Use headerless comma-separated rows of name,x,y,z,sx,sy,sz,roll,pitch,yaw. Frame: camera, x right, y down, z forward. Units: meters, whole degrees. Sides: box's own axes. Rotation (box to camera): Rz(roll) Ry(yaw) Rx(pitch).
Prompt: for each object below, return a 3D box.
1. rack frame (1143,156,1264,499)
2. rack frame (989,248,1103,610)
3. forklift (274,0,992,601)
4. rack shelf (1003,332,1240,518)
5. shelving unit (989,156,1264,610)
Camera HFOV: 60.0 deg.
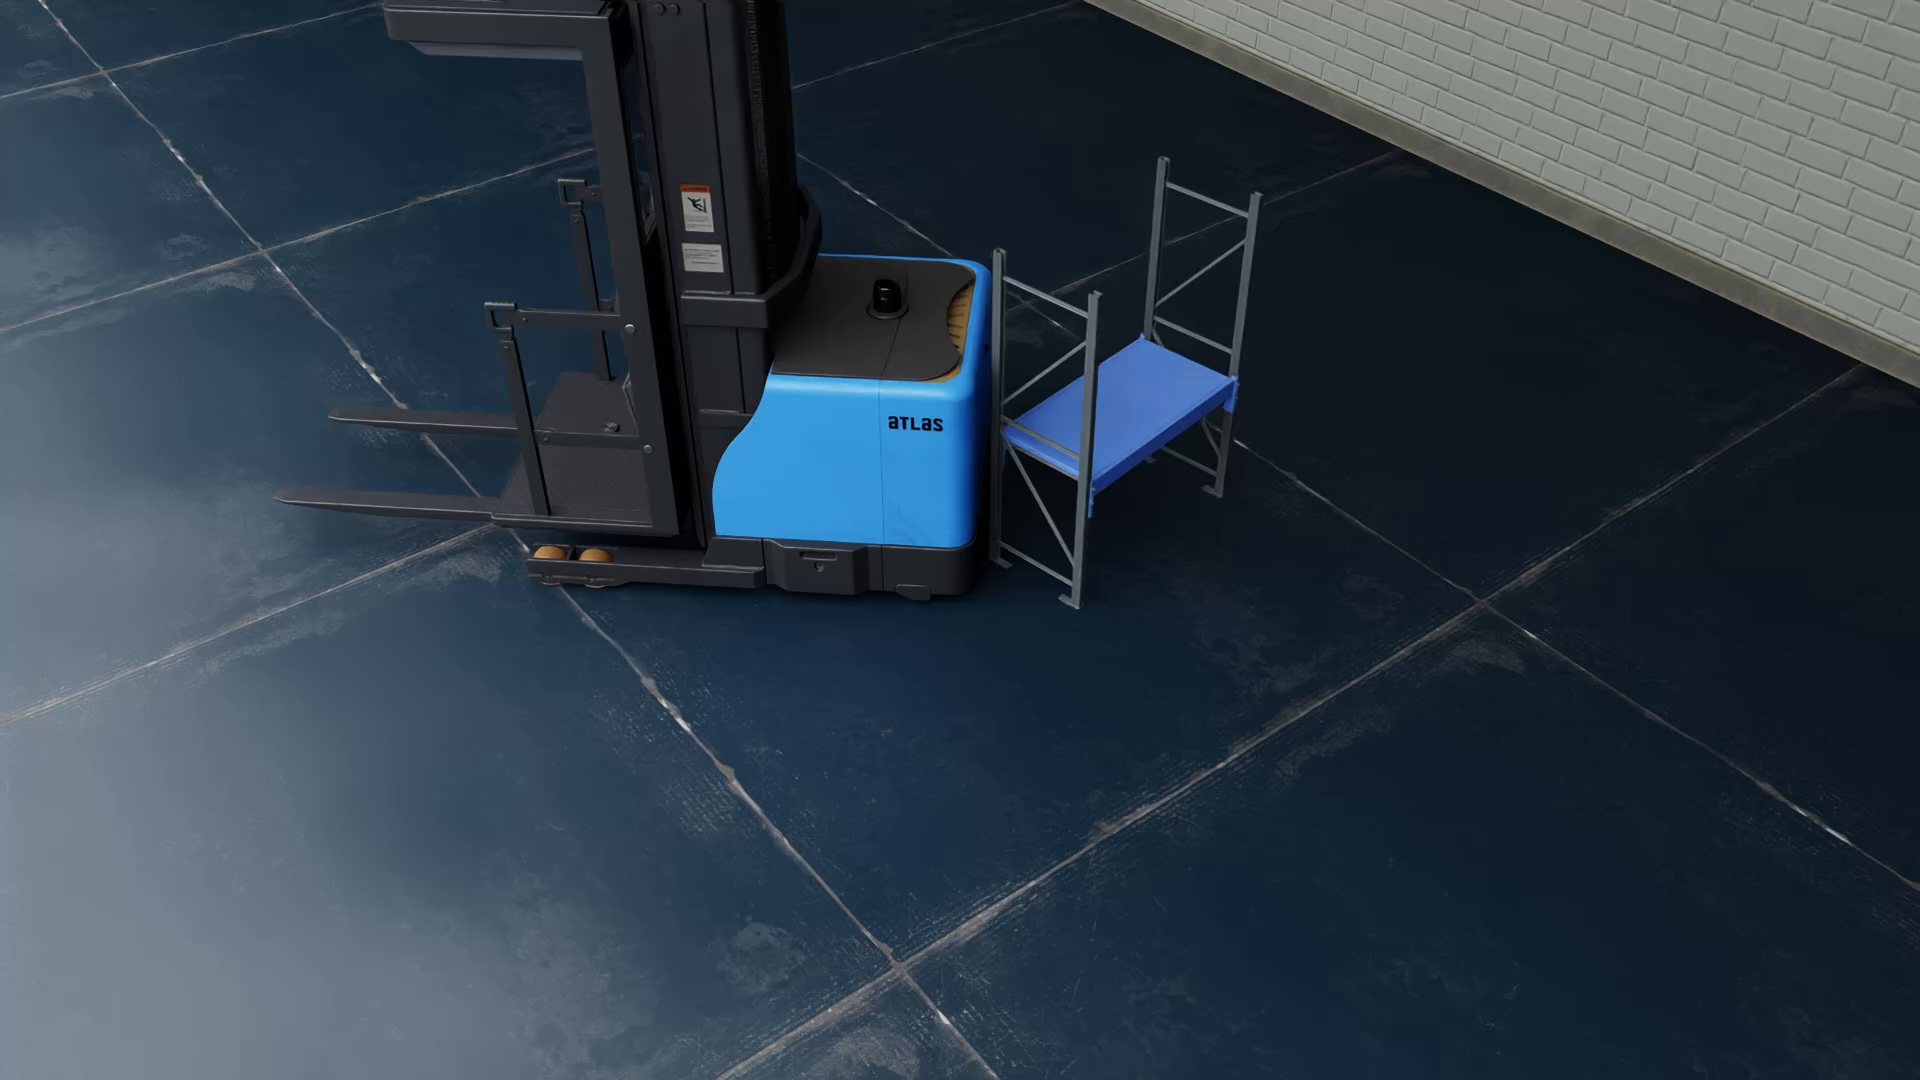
rack frame,1.002,-0.878,7.138,0.500,1.500,0.032,30,48,31
rack frame,0.318,-0.401,6.556,0.500,1.500,0.032,30,48,31
forklift,-1.400,-1.262,6.477,3.031,2.935,1.130,3,39,4
rack shelf,0.660,-0.500,6.961,0.538,0.185,1.000,30,48,31
shelving unit,0.660,-0.640,6.847,0.538,1.500,1.048,30,48,31
